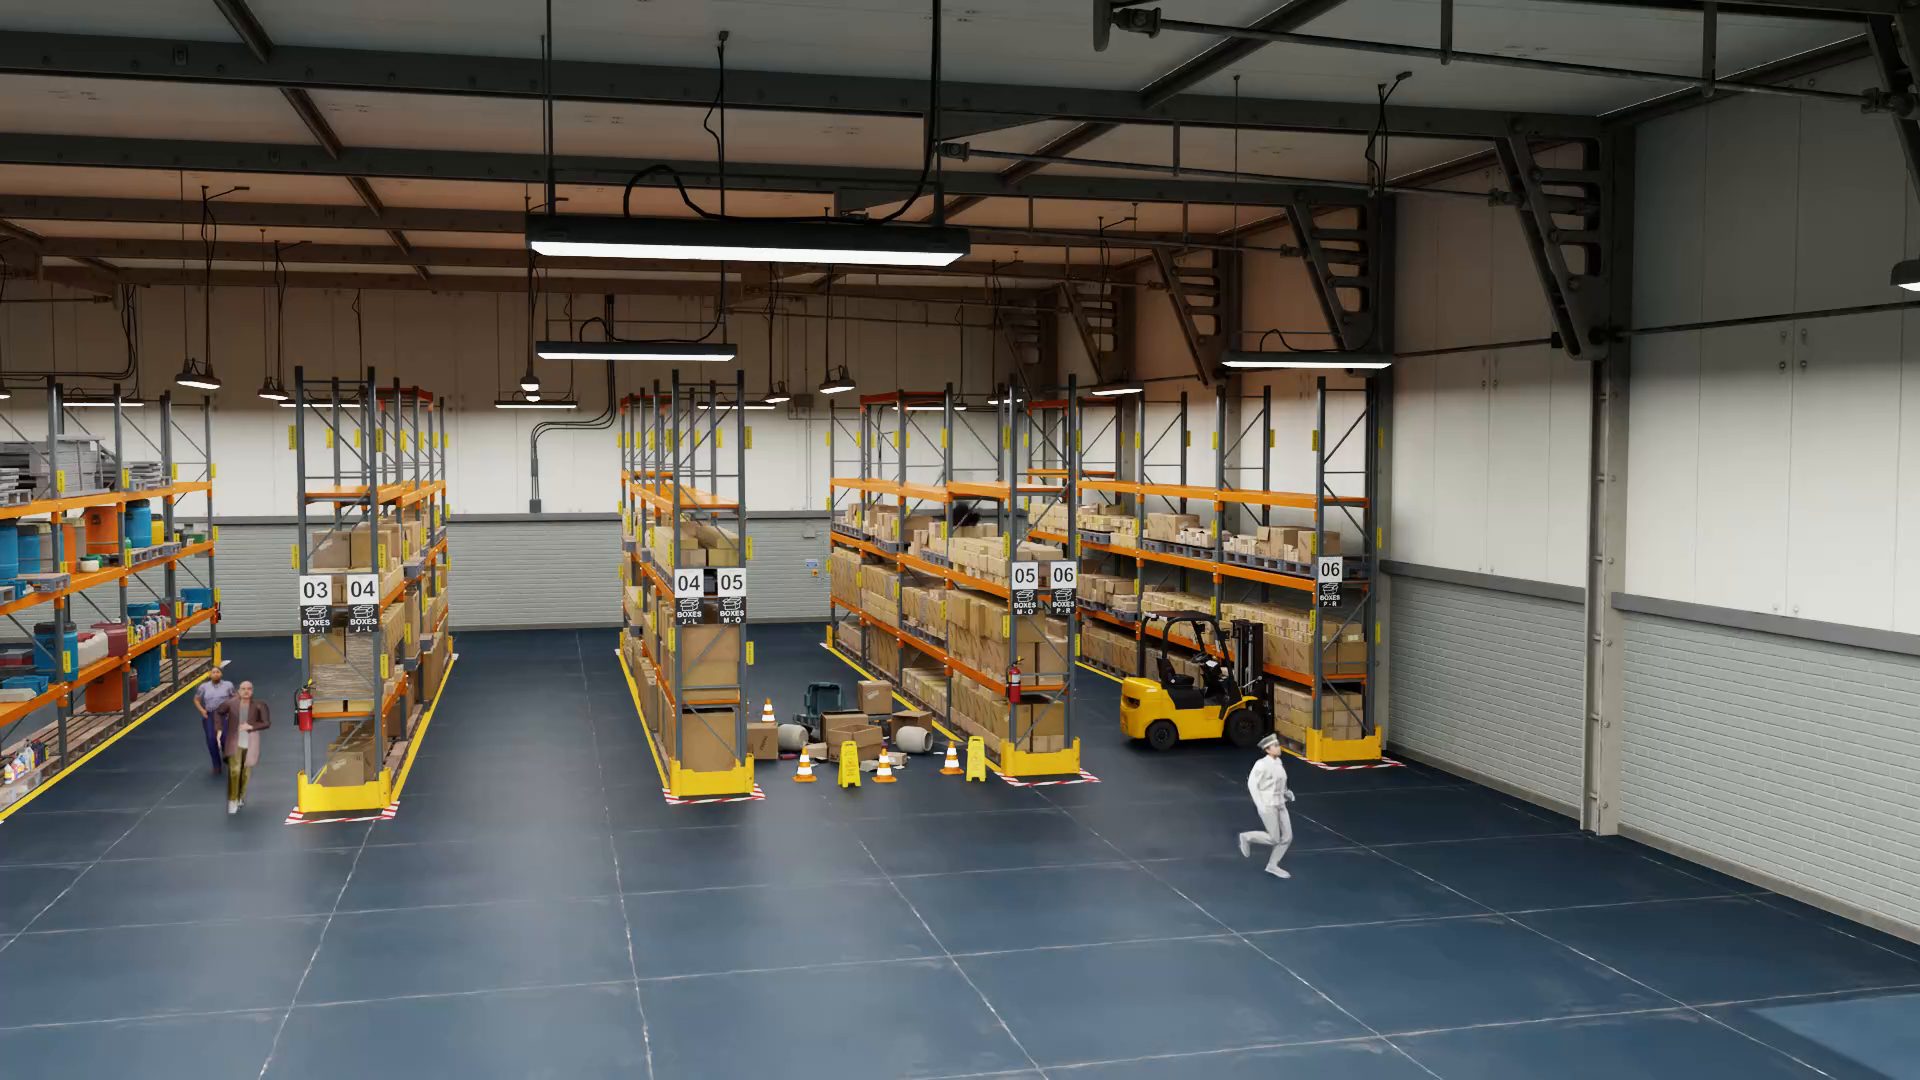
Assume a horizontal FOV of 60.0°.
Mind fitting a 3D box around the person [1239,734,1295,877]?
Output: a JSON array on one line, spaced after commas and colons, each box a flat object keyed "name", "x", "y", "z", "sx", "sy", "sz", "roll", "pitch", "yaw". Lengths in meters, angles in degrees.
[{"name": "person", "x": 3.539, "y": 3.040, "z": 19.187, "sx": 0.588, "sy": 1.637, "sz": 0.480, "roll": 3, "pitch": 5, "yaw": 44}]

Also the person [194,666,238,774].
[{"name": "person", "x": -11.255, "y": 2.704, "z": 25.162, "sx": 0.613, "sy": 1.618, "sz": 0.531, "roll": -1, "pitch": 4, "yaw": -23}]

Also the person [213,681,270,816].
[{"name": "person", "x": -9.686, "y": 2.793, "z": 22.461, "sx": 0.680, "sy": 1.780, "sz": 0.747, "roll": -2, "pitch": 4, "yaw": -30}]
